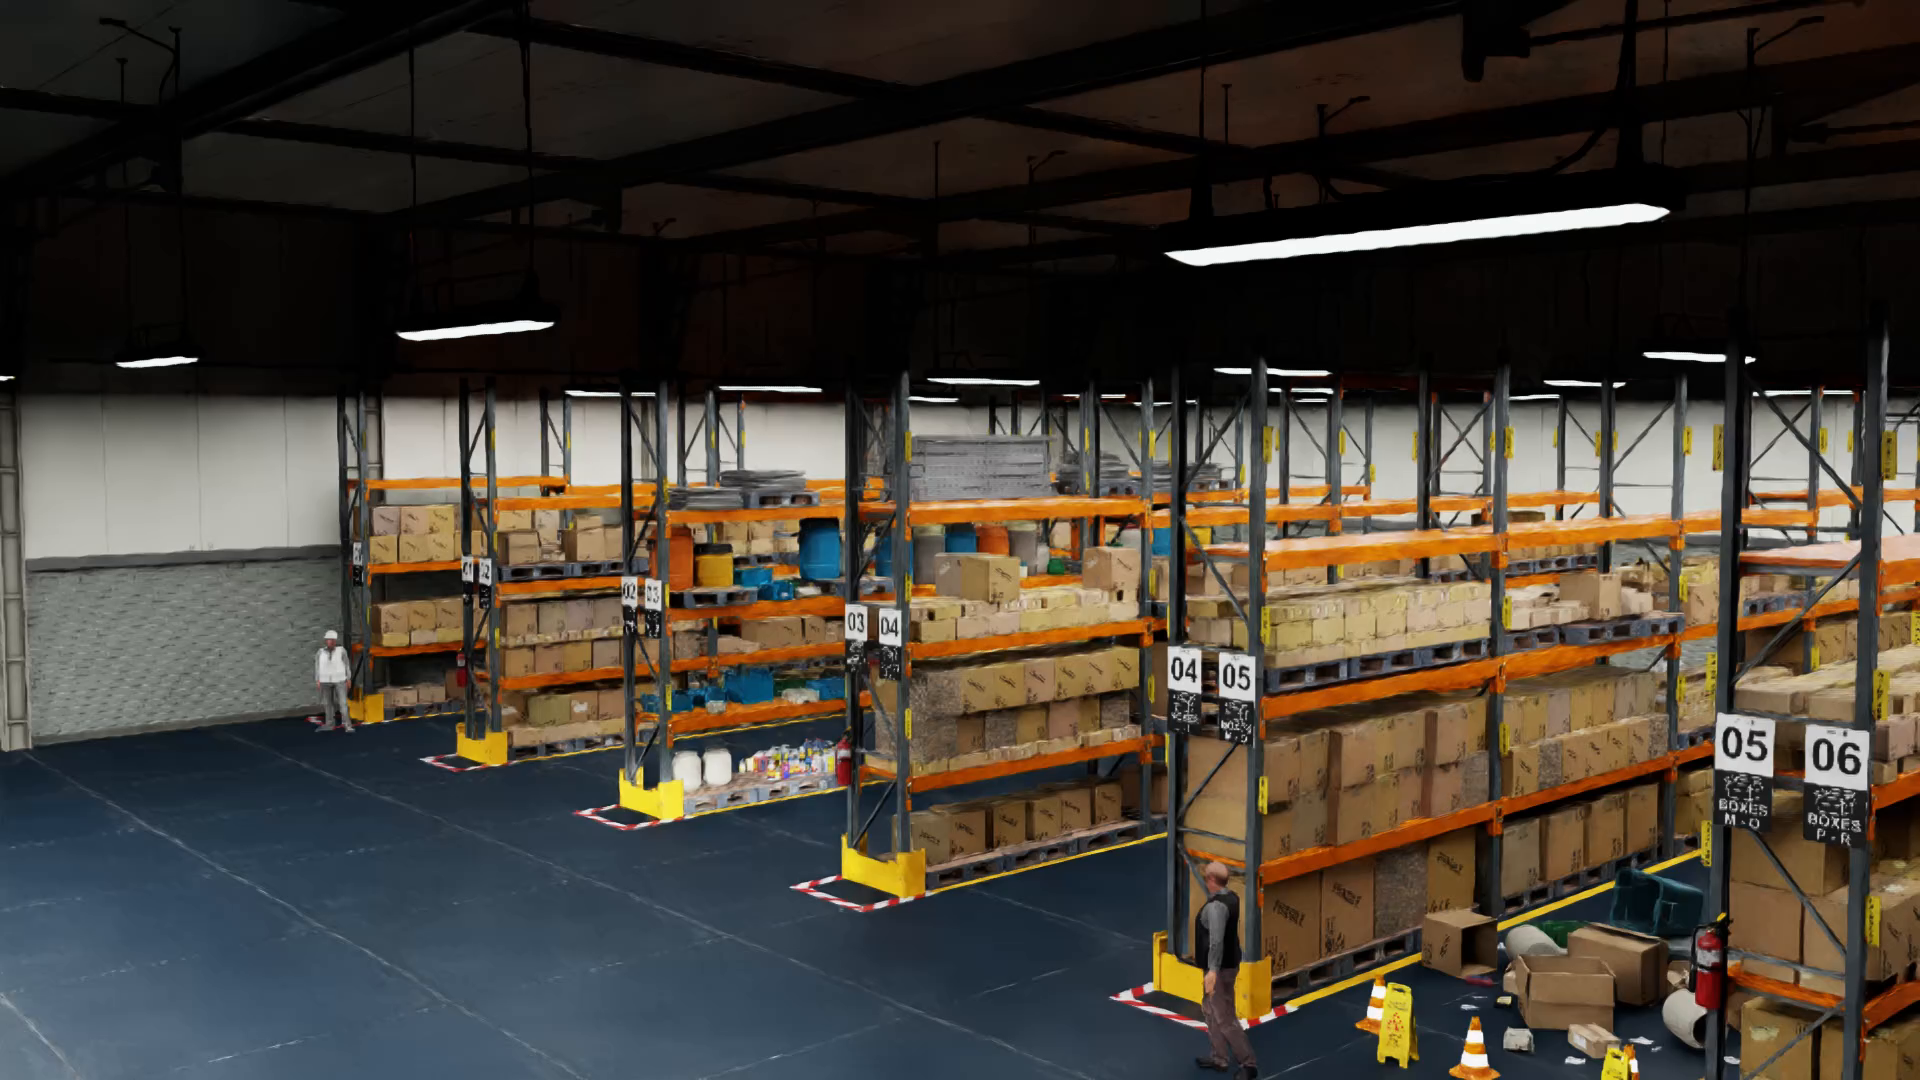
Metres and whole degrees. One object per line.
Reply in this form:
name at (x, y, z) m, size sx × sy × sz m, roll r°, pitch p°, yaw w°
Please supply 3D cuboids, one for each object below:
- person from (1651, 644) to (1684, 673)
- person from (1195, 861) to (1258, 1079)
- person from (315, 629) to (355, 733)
person at (11.965, 2.513, 28.098) m, size 0.512 × 1.632 × 0.639 m, roll -4°, pitch 5°, yaw -44°
person at (2.142, 3.440, 13.346) m, size 0.544 × 1.714 × 0.631 m, roll 1°, pitch 4°, yaw 19°
person at (-10.671, 2.405, 28.412) m, size 0.733 × 1.760 × 0.564 m, roll 0°, pitch 4°, yaw -5°
